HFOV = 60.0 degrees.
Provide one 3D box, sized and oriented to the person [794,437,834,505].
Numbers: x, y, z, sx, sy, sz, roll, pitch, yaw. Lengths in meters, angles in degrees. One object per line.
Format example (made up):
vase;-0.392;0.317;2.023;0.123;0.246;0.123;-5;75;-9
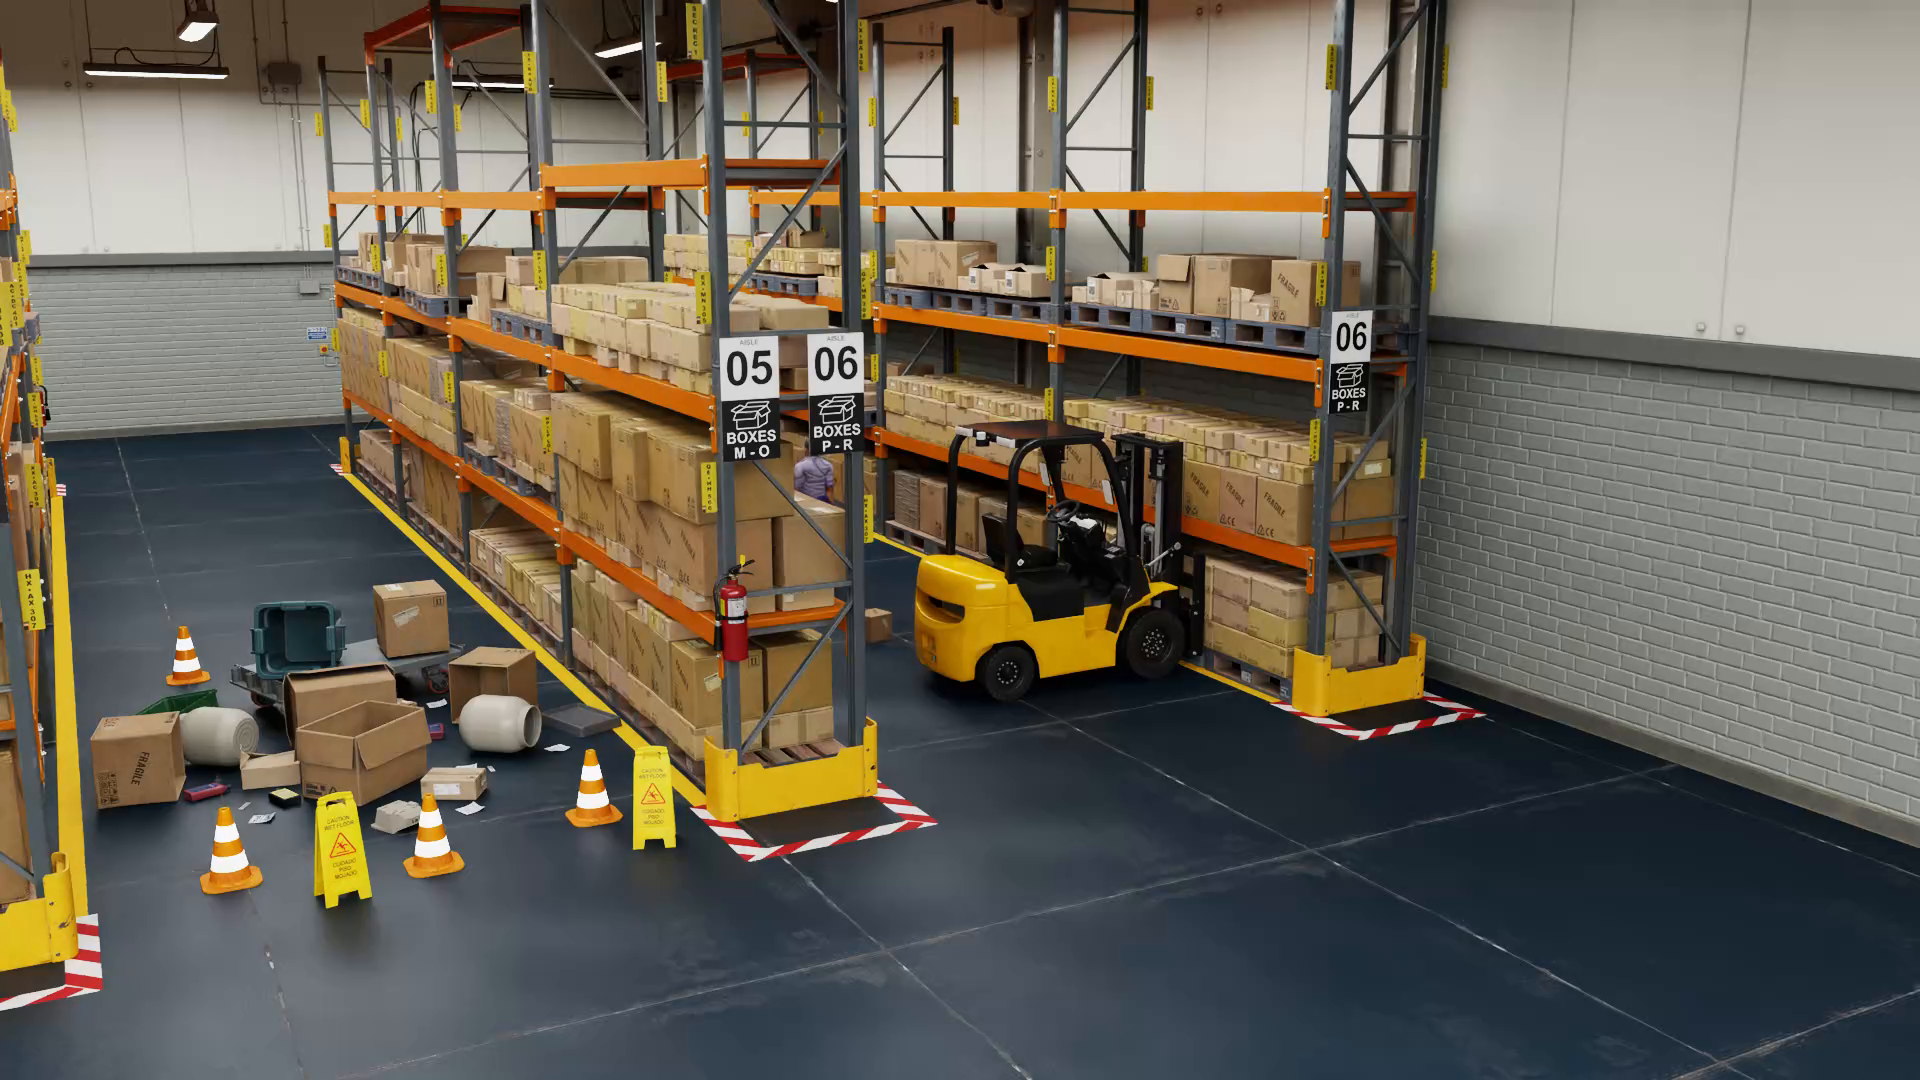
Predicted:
person;-1.494;-0.254;17.136;0.484;1.628;0.683;-9;15;-36
